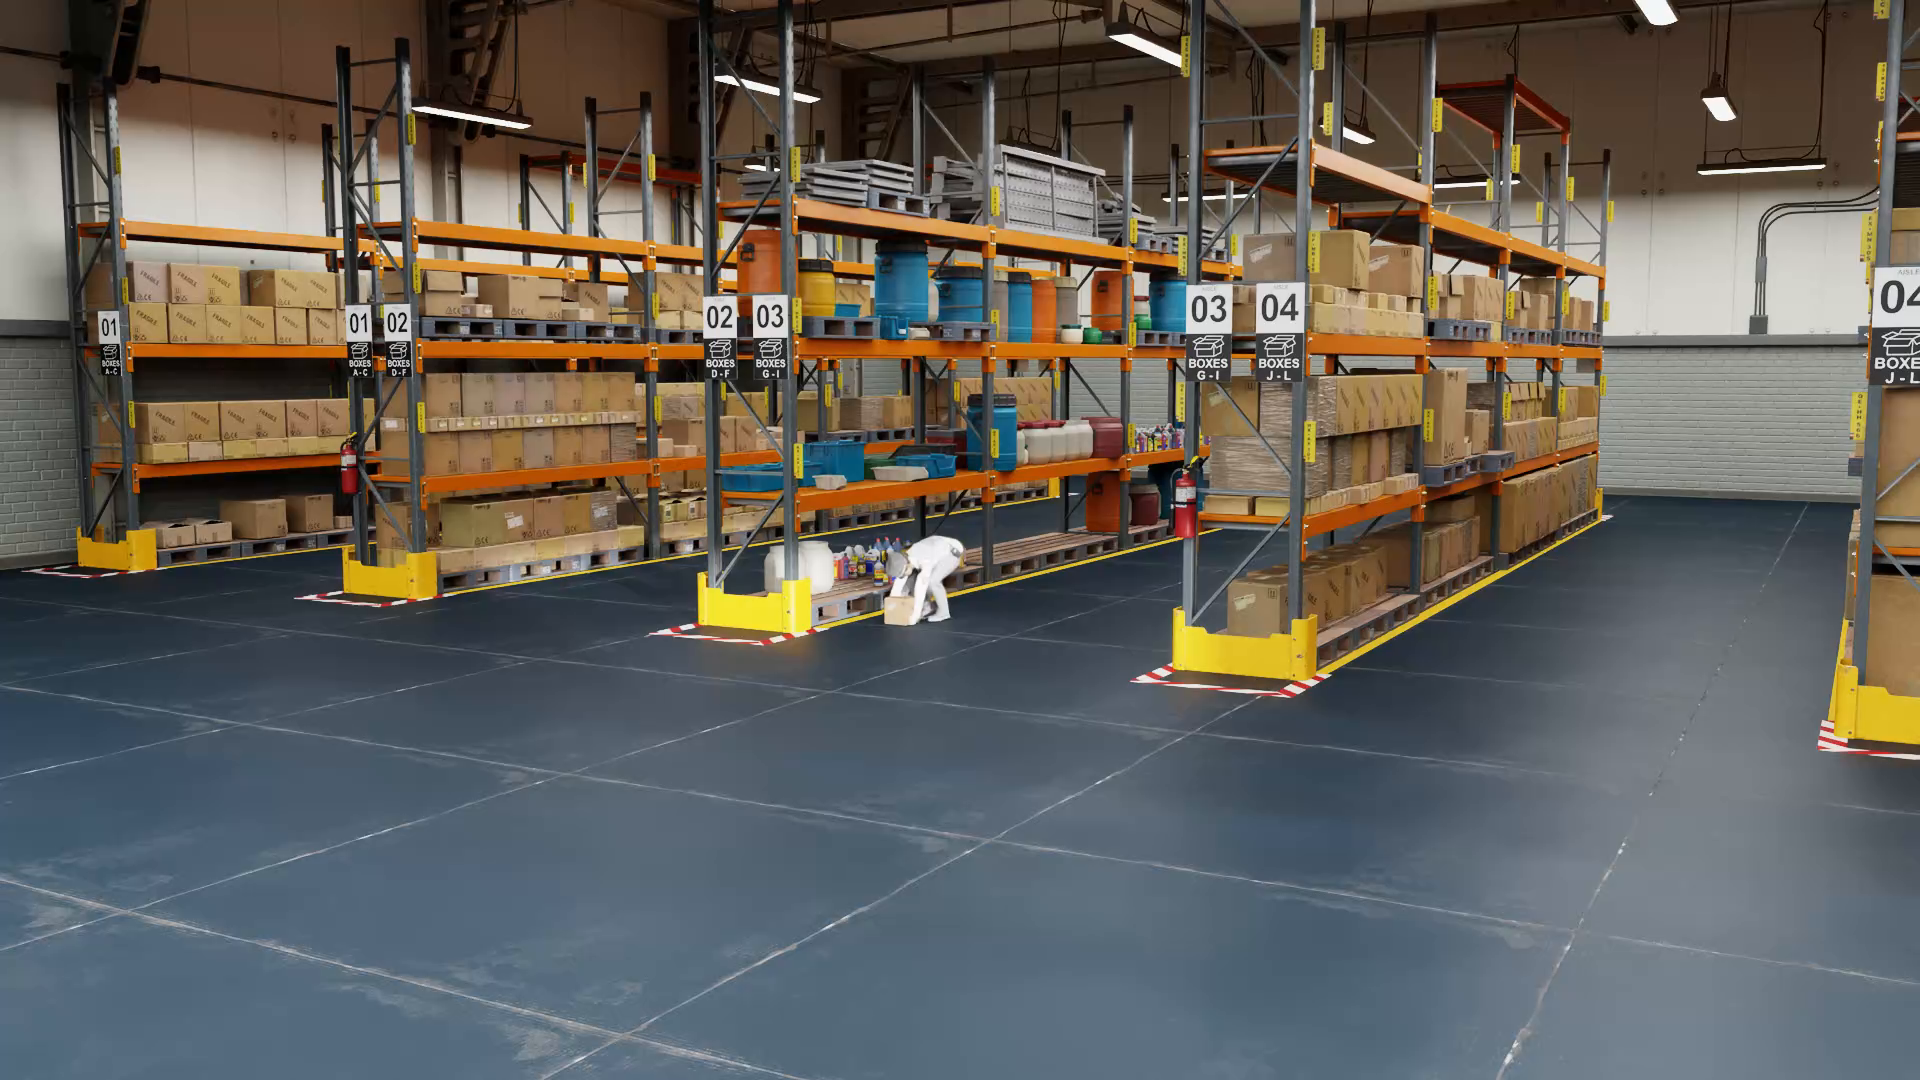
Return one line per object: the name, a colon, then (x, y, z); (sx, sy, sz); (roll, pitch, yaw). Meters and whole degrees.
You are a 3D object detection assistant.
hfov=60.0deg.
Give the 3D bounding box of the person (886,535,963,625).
person: (-0.355, 0.401, 16.599); (0.892, 0.855, 0.448); (-6, 9, -45)
